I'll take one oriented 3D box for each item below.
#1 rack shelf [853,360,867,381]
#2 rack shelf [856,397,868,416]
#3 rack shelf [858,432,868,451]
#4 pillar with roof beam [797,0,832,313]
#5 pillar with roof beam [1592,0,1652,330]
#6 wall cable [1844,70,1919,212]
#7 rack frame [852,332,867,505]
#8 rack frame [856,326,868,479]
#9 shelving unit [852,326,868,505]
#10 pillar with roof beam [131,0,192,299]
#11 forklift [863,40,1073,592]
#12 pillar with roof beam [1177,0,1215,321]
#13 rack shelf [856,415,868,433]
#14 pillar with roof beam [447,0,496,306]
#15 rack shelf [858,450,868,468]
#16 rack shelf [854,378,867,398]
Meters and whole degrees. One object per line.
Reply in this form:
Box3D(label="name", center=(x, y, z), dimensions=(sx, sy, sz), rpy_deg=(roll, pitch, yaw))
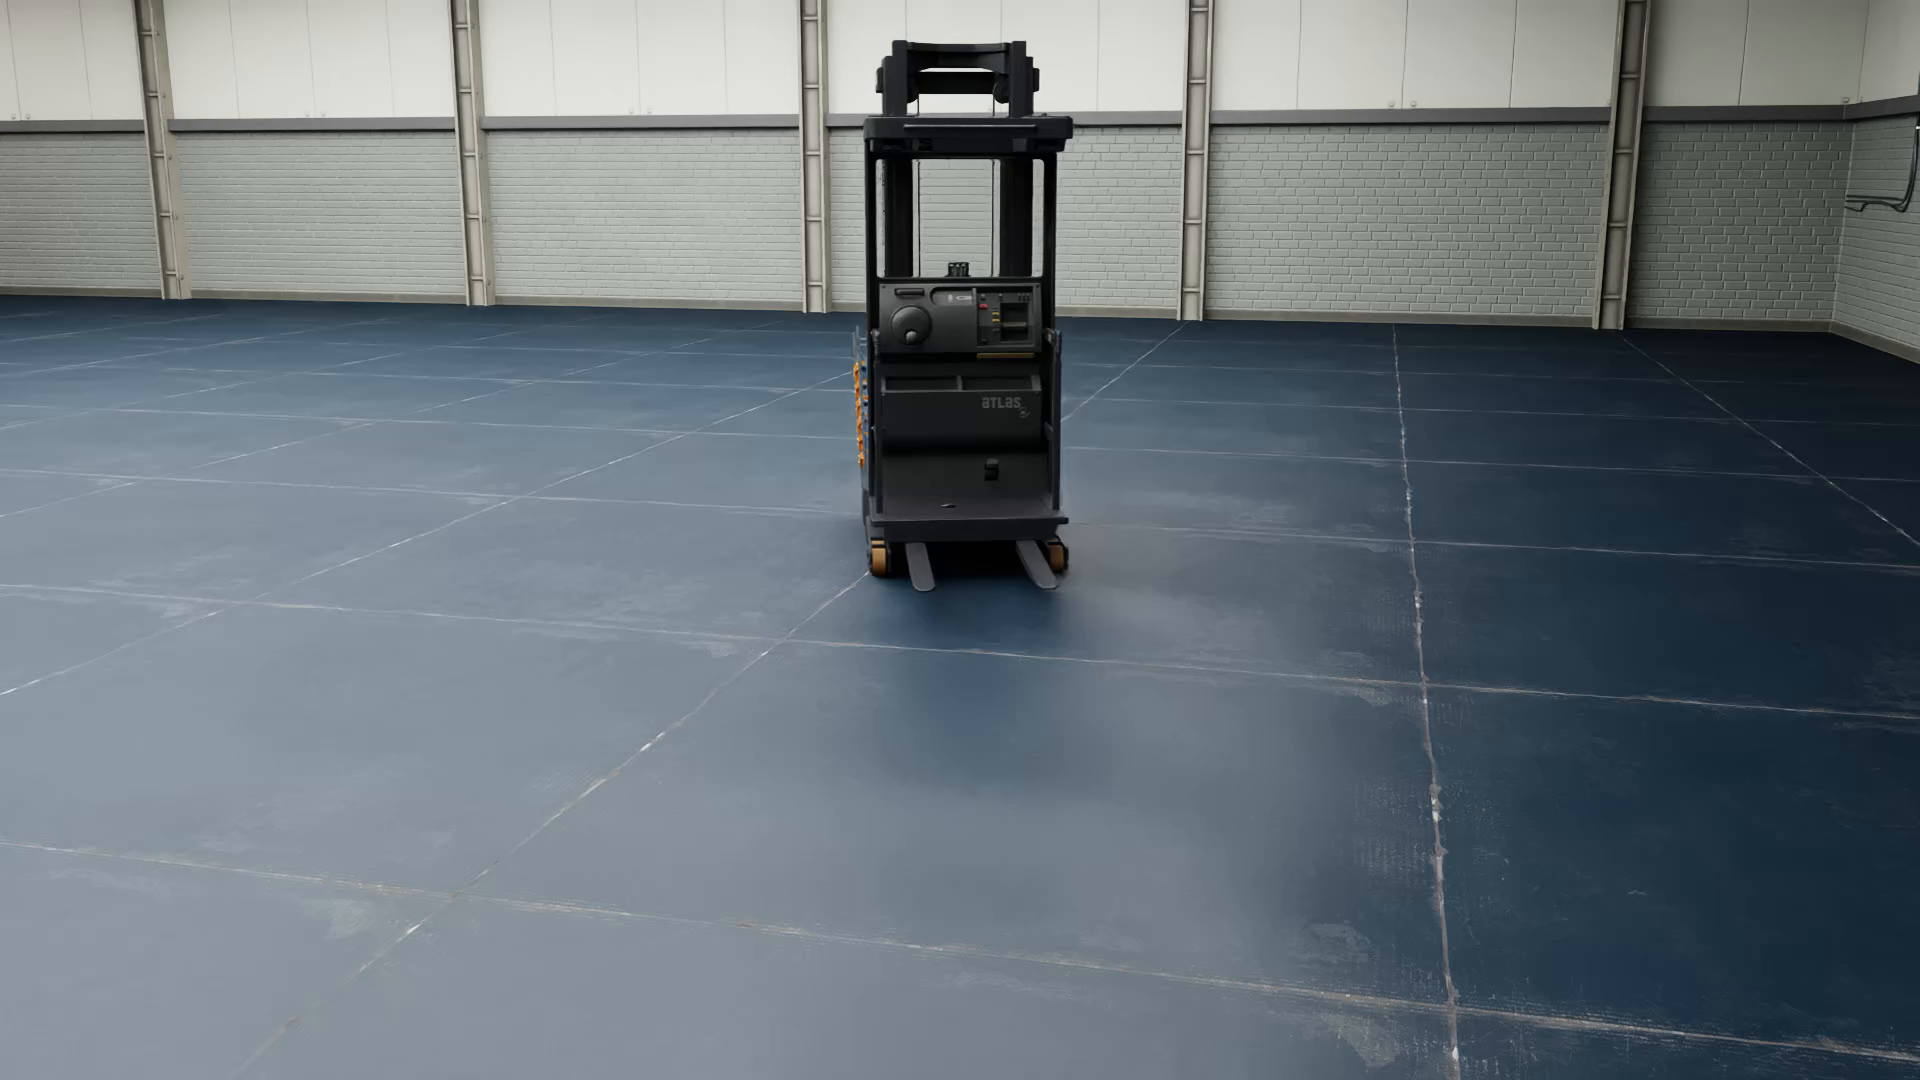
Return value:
Box3D(label="rack shelf", center=(-0.581, -1.148, 11.253), dimensions=(0.258, 0.103, 0.180), rpy_deg=(-3, -6, -11))
Box3D(label="rack shelf", center=(-0.565, -0.910, 11.230), dimensions=(0.258, 0.103, 0.180), rpy_deg=(-3, -6, -11))
Box3D(label="rack shelf", center=(-0.550, -0.671, 11.207), dimensions=(0.258, 0.103, 0.180), rpy_deg=(-3, -6, -11))
Box3D(label="pillar with roof beam", center=(-3.329, -7.169, 21.769), dimensions=(0.400, 9.000, 9.100), rpy_deg=(3, 13, 14))
Box3D(label="pillar with roof beam", center=(8.321, -6.546, 18.962), dimensions=(0.400, 9.000, 9.100), rpy_deg=(3, 13, 14))
Box3D(label="wall cable", center=(11.896, -5.504, 21.437), dimensions=(0.112, 2.526, 3.097), rpy_deg=(3, 13, 14))
Box3D(label="rack frame", center=(-0.578, -0.825, 11.312), dimensions=(0.240, 1.200, 0.006), rpy_deg=(-3, -6, -11))
Box3D(label="rack frame", center=(-0.543, -0.844, 11.133), dimensions=(0.240, 1.200, 0.006), rpy_deg=(-3, -6, -11))
Box3D(label="shelving unit", center=(-0.561, -0.835, 11.223), dimensions=(0.258, 1.200, 0.189), rpy_deg=(-3, -6, -11))
Box3D(label="pillar with roof beam", center=(-14.980, -7.792, 24.576), dimensions=(0.400, 9.000, 9.100), rpy_deg=(3, 13, 14))
Box3D(label="forklift", center=(0.023, -1.299, 9.322), dimensions=(1.130, 2.935, 3.031), rpy_deg=(-1, 13, -4))
Box3D(label="pillar with roof beam", center=(2.496, -6.857, 20.366), dimensions=(0.400, 9.000, 9.100), rpy_deg=(3, 13, 14))
Box3D(label="rack shelf", center=(-0.558, -0.790, 11.218), dimensions=(0.258, 0.103, 0.180), rpy_deg=(-3, -6, -11))
Box3D(label="pillar with roof beam", center=(-9.154, -7.480, 23.173), dimensions=(0.400, 9.000, 9.100), rpy_deg=(3, 13, 14))
Box3D(label="rack shelf", center=(-0.542, -0.552, 11.195), dimensions=(0.258, 0.103, 0.180), rpy_deg=(-3, -6, -11))
Box3D(label="rack shelf", center=(-0.573, -1.029, 11.242), dimensions=(0.258, 0.103, 0.180), rpy_deg=(-3, -6, -11))
